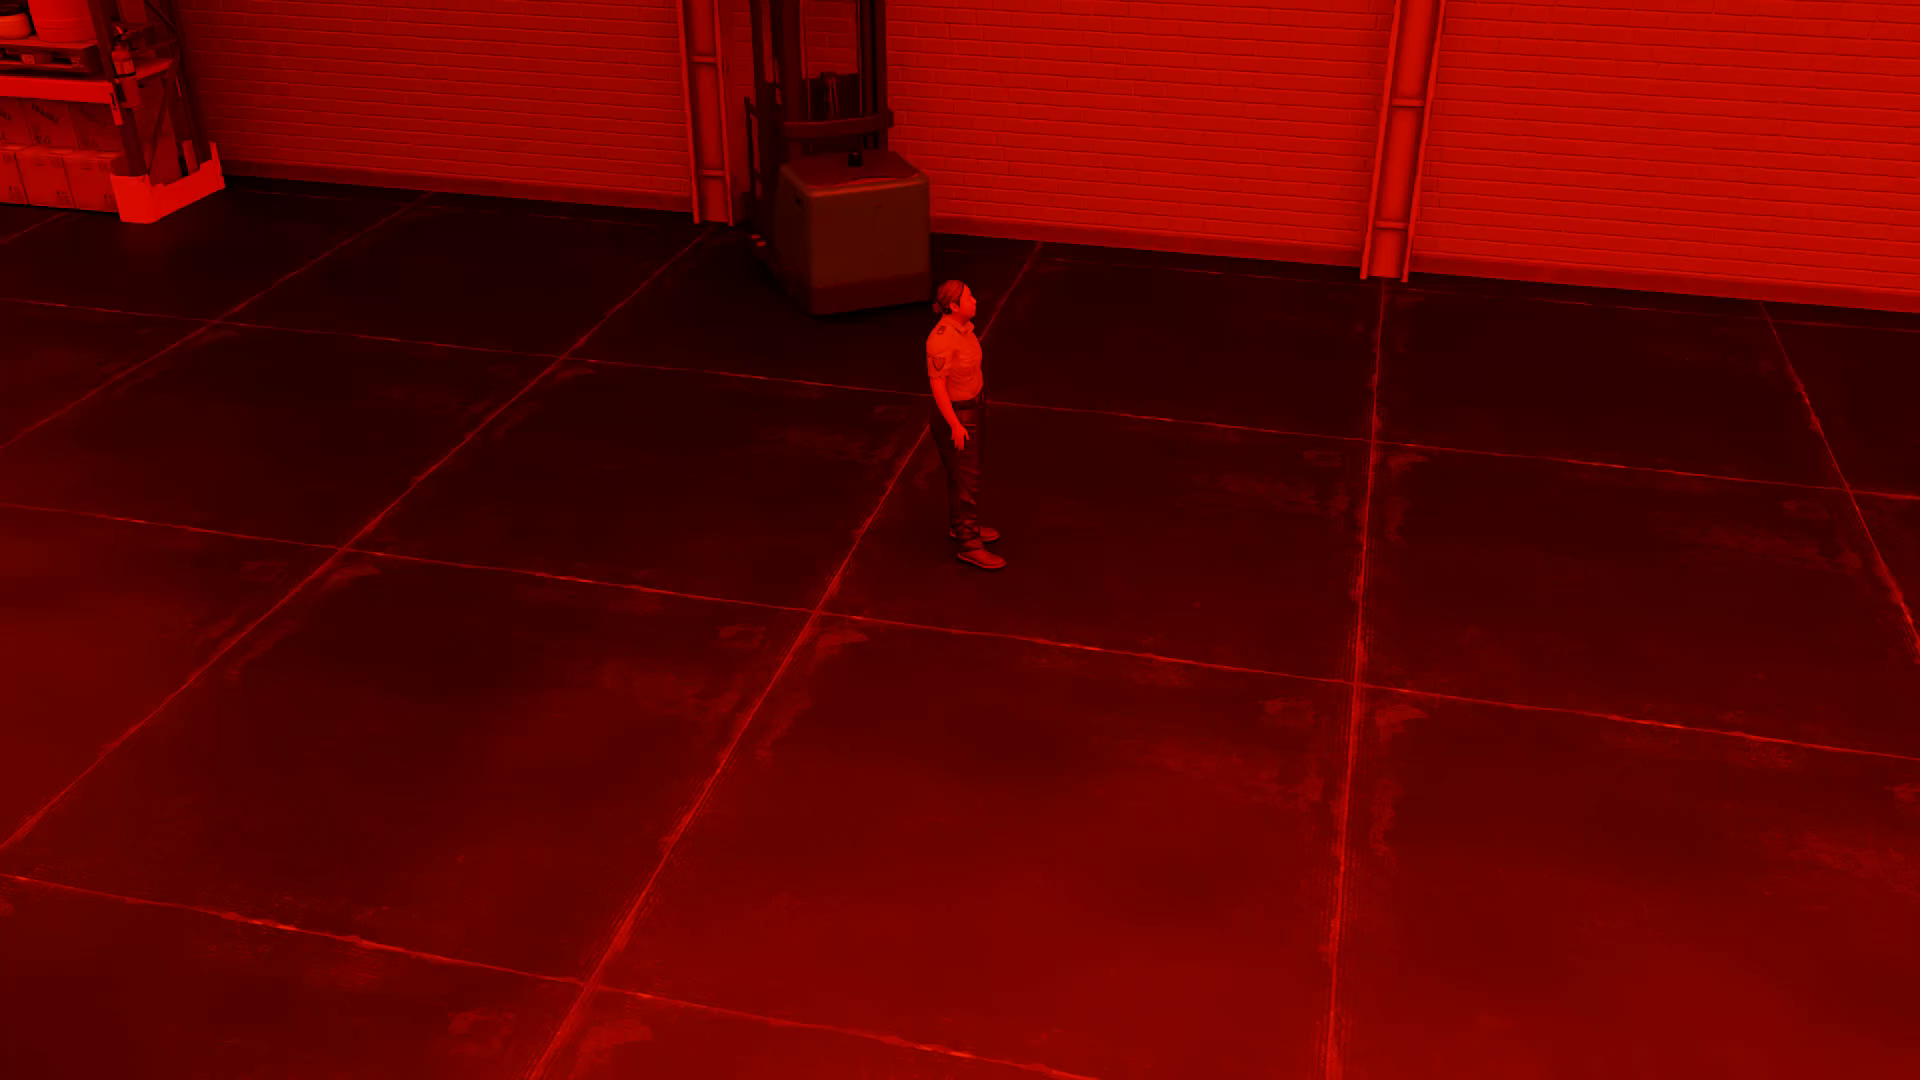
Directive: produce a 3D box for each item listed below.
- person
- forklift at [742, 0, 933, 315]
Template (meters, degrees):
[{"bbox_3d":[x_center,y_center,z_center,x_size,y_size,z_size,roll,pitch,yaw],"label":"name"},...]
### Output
[{"bbox_3d":[0.082,-0.701,9.695,0.502,1.651,0.598,7,30,12],"label":"person"},{"bbox_3d":[-1.223,-3.762,13.811,1.130,2.935,3.031,-11,31,-18],"label":"forklift"}]
